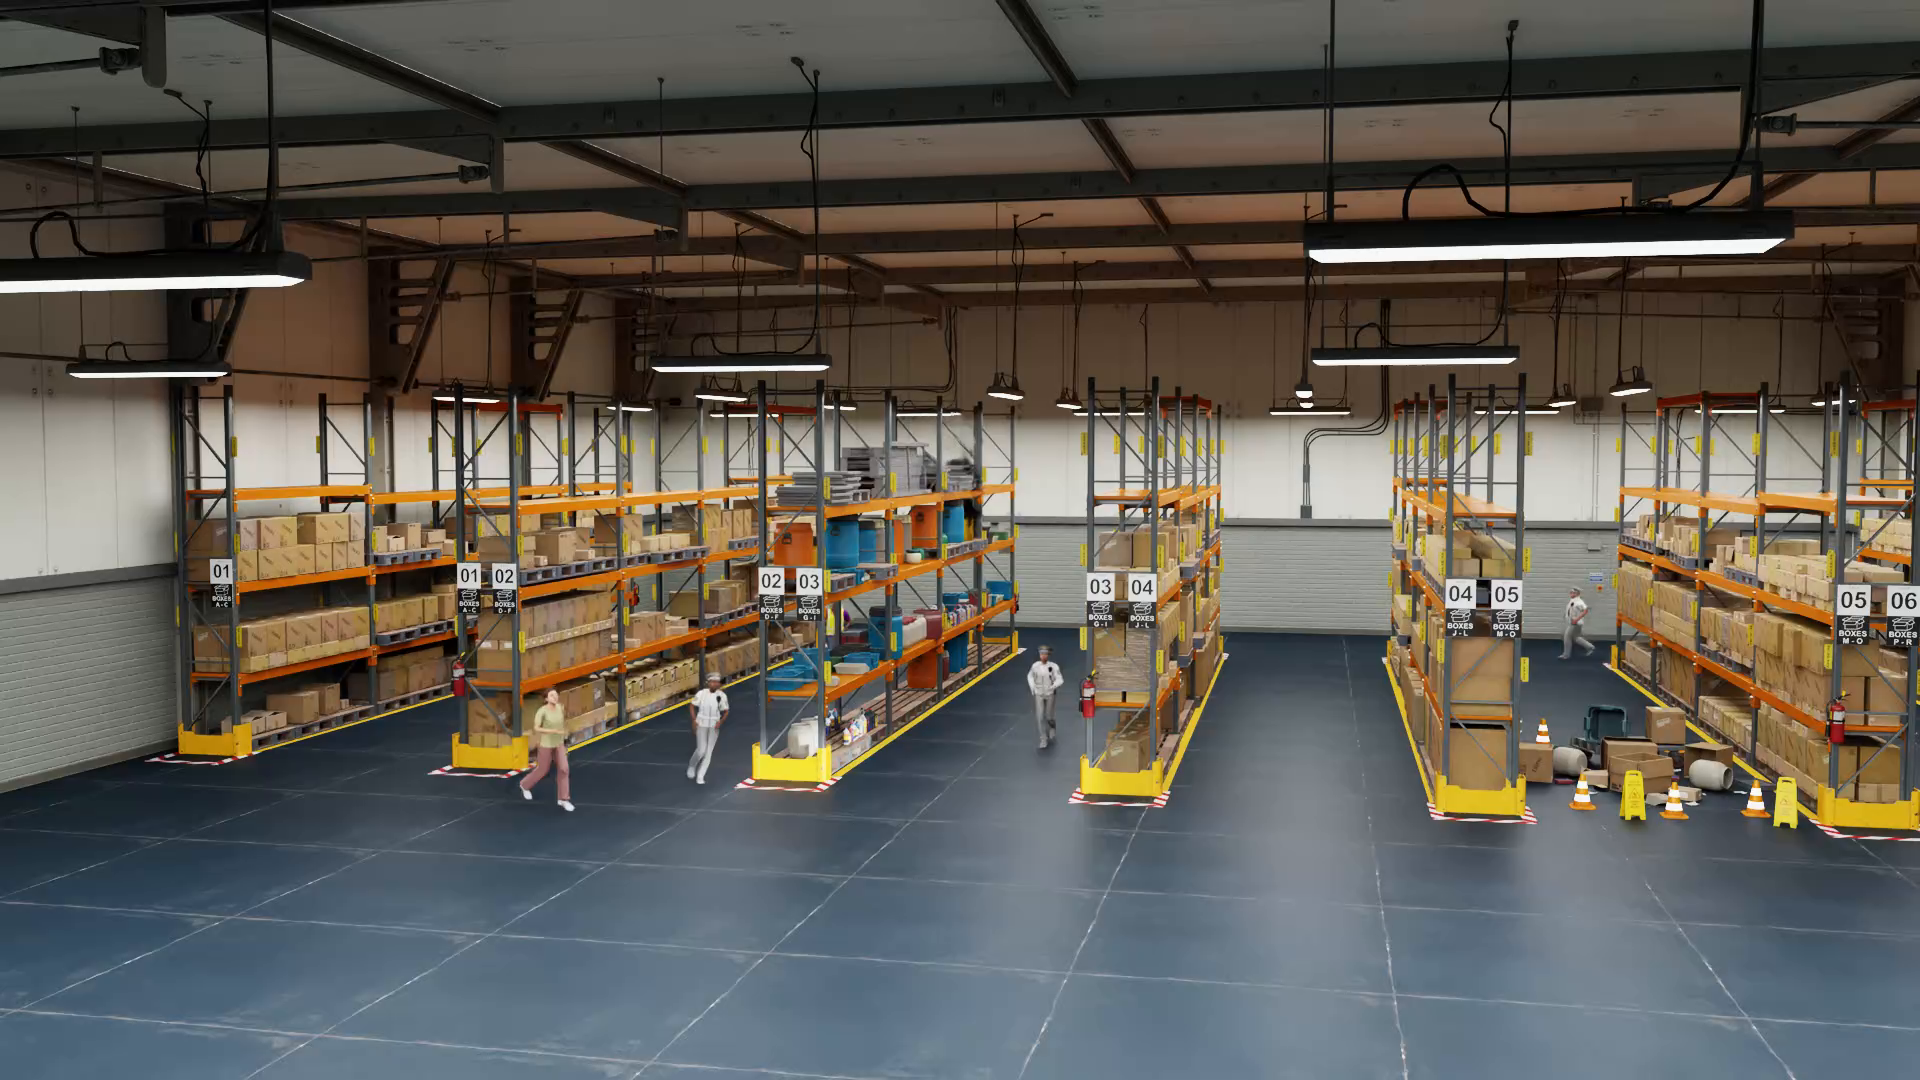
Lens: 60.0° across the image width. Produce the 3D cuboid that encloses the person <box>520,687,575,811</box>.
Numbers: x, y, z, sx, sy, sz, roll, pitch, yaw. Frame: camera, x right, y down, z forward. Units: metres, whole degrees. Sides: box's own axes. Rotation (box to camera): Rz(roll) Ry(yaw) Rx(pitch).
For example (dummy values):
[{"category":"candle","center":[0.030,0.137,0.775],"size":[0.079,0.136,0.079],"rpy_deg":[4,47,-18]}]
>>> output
[{"category":"person","center":[-5.711,2.874,23.098],"size":[0.966,1.682,0.585],"rpy_deg":[3,4,39]}]

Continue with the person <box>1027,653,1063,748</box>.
[{"category":"person","center":[1.418,2.621,27.855],"size":[0.627,1.637,0.766],"rpy_deg":[1,3,12]}]

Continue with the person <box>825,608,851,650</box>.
[{"category":"person","center":[-2.737,2.093,36.430],"size":[0.690,1.735,0.782],"rpy_deg":[0,3,-5]}]

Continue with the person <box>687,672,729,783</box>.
[{"category":"person","center":[-3.757,2.796,24.827],"size":[0.614,1.649,0.508],"rpy_deg":[-1,3,-17]}]

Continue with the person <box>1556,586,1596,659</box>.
[{"category":"person","center":[14.496,1.953,39.048],"size":[0.874,1.757,0.684],"rpy_deg":[1,3,14]}]
